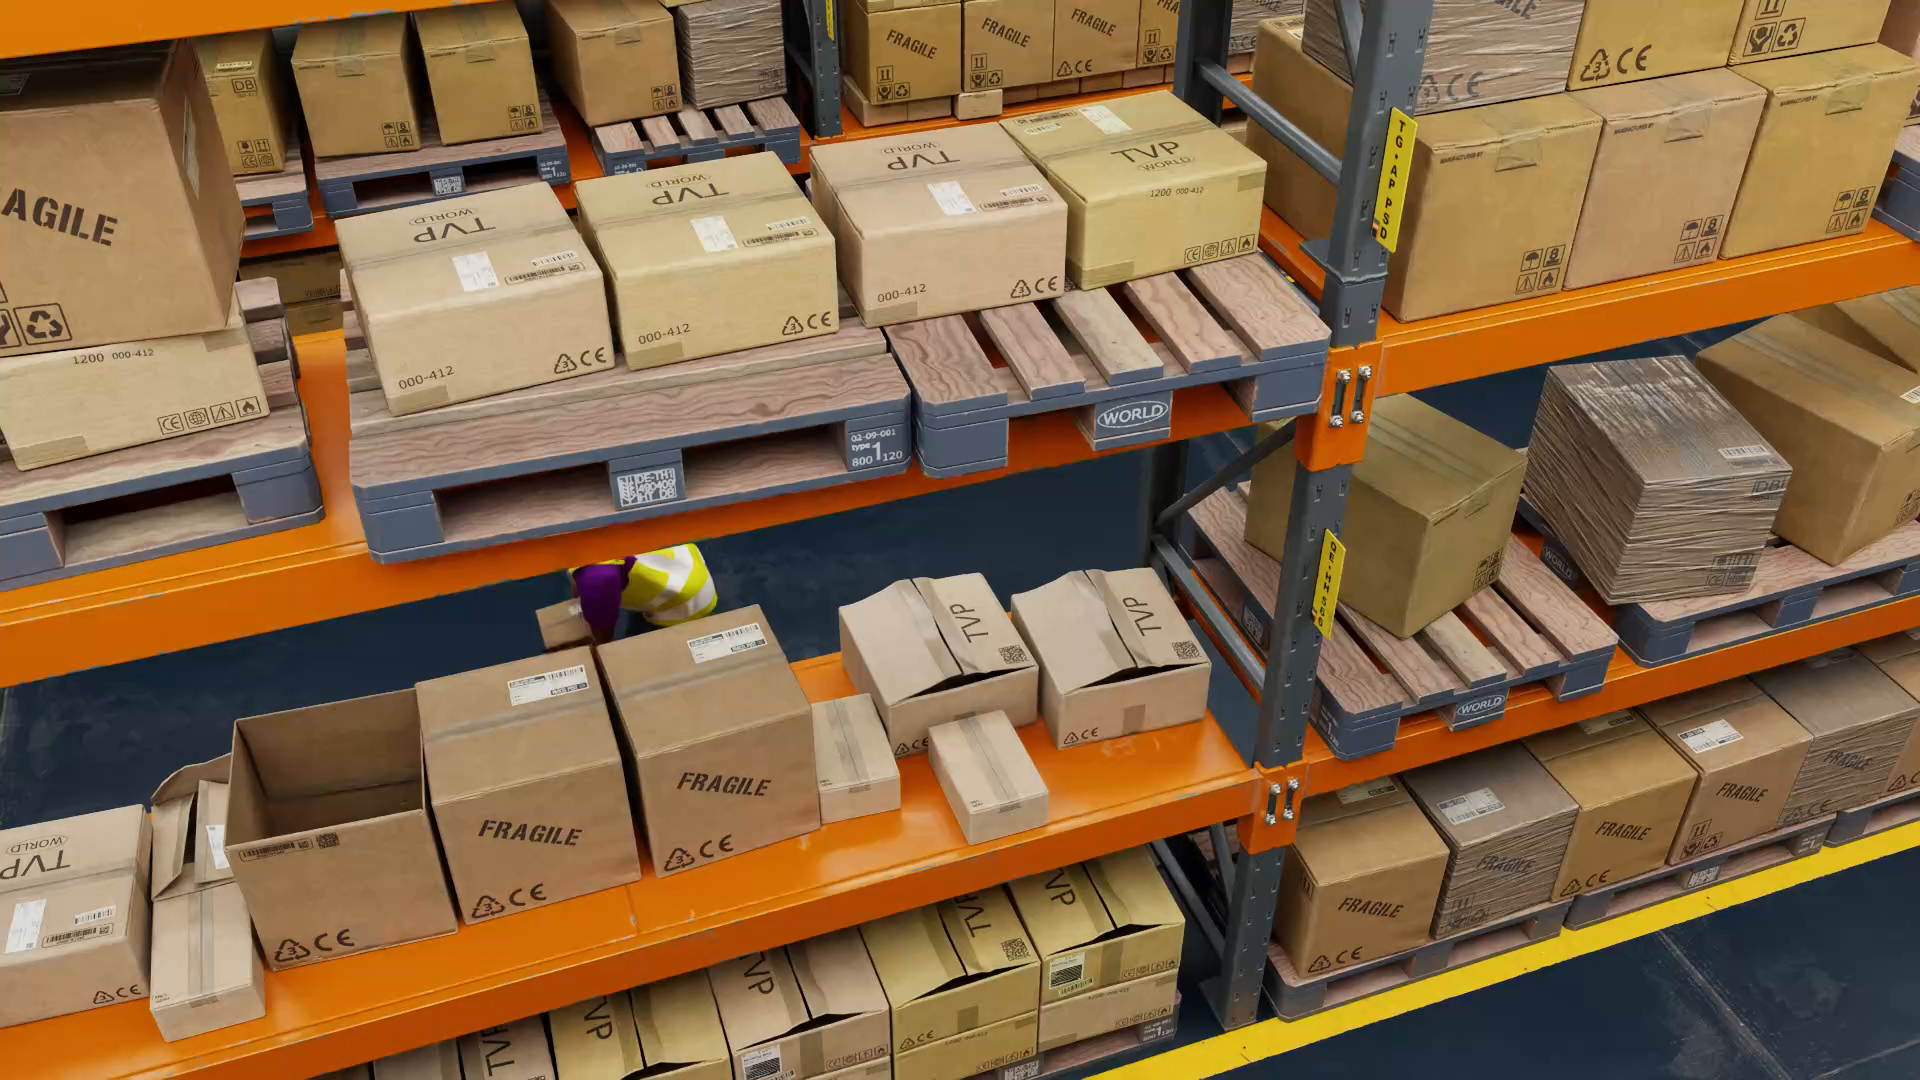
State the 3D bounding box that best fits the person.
[{"bbox_3d":[-1.345,0.346,6.485,0.798,1.555,0.477,-13,39,-17],"label":"person"}]
